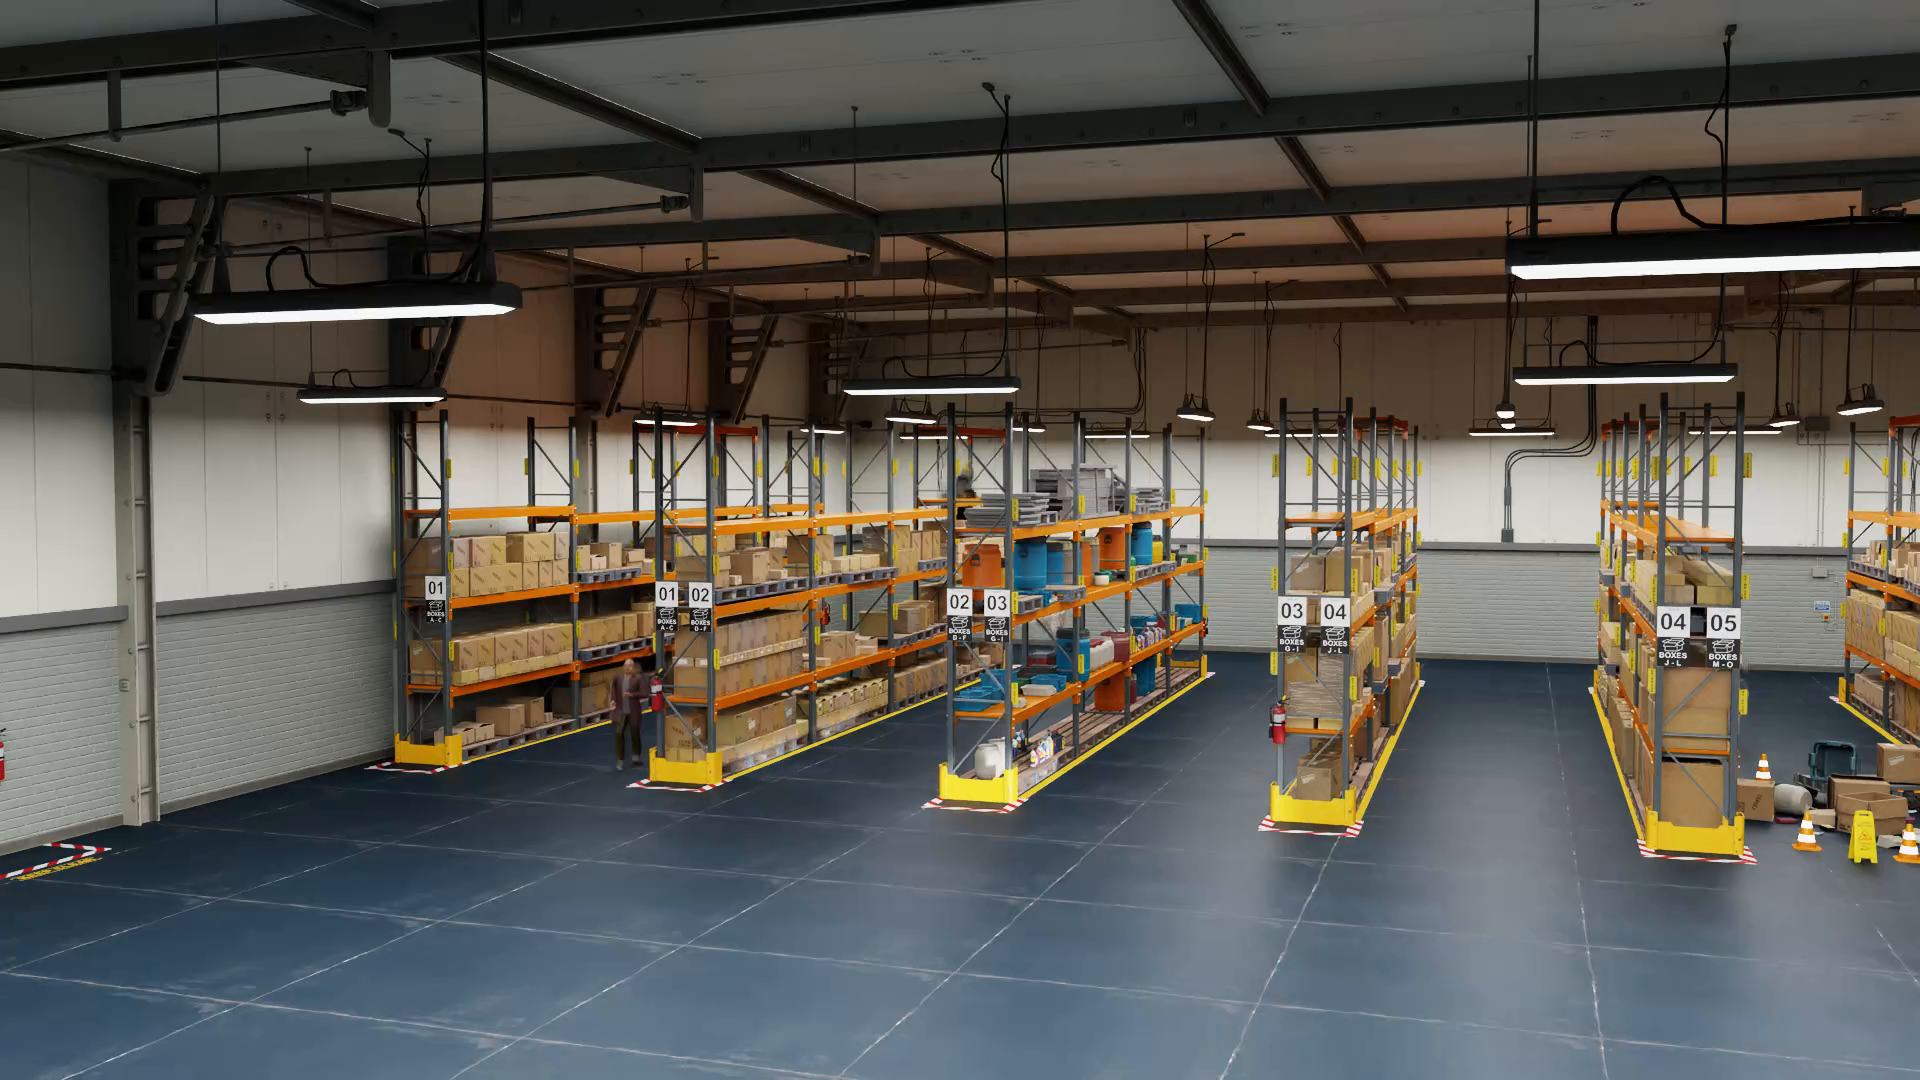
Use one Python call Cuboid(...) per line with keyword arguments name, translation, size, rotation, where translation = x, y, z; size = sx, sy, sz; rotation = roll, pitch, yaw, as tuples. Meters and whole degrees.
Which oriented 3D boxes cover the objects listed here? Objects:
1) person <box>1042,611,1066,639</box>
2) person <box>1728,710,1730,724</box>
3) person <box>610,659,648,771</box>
Cuboid(name="person", translation=(2.387, 2.172, 41.409), size=(0.657, 1.639, 0.717), rotation=(0, 2, -9))
Cuboid(name="person", translation=(14.833, 2.720, 32.372), size=(0.654, 1.835, 0.735), rotation=(1, 3, 16))
Cuboid(name="person", translation=(-5.554, 3.006, 27.888), size=(0.675, 1.633, 0.864), rotation=(0, 2, 1))
